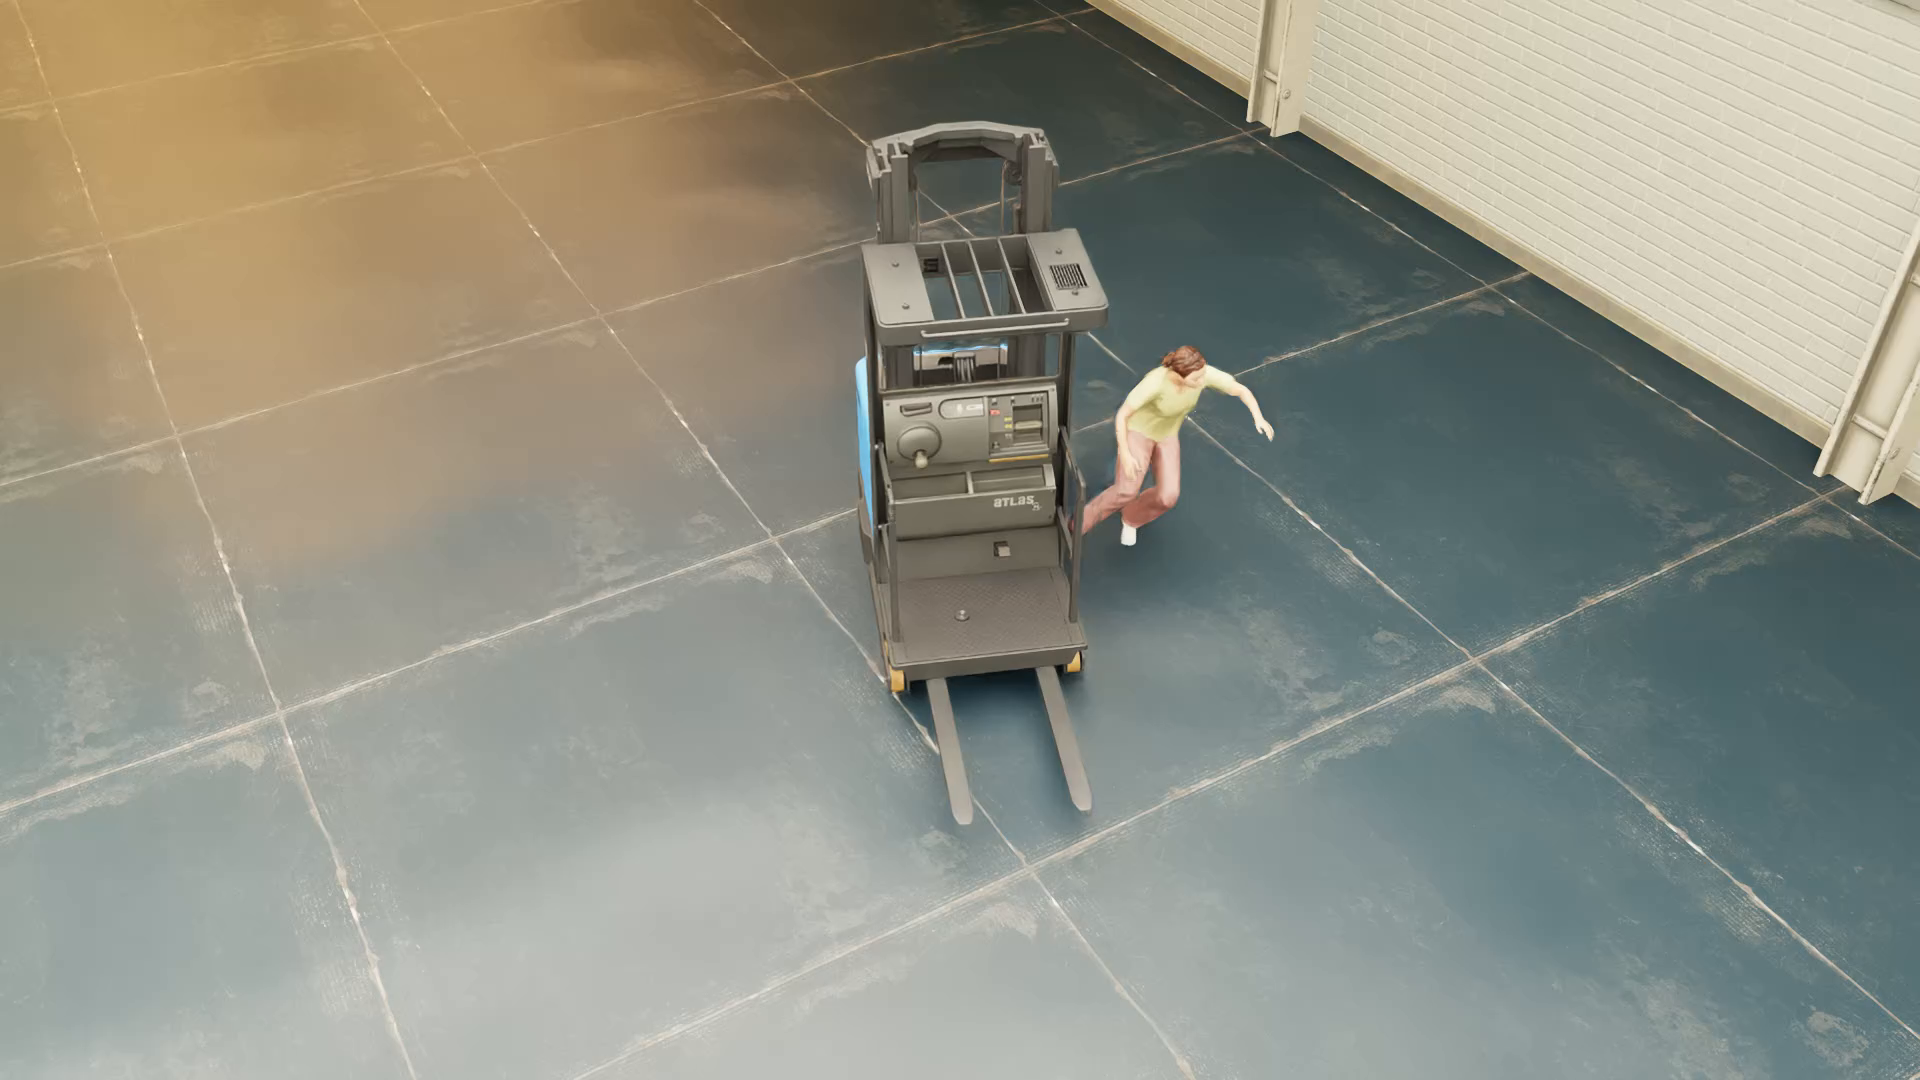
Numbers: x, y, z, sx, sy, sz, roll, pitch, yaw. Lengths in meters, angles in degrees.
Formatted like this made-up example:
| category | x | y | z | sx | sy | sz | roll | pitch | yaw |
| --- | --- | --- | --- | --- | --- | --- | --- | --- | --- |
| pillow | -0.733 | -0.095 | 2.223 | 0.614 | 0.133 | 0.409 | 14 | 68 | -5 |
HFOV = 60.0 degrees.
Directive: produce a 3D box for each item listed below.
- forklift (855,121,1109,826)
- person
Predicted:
| category | x | y | z | sx | sy | sz | roll | pitch | yaw |
| --- | --- | --- | --- | --- | --- | --- | --- | --- | --- |
| forklift | 0.095 | -0.526 | 8.670 | 1.130 | 2.935 | 3.031 | -6 | 40 | -7 |
| person | 1.131 | -0.484 | 9.807 | 1.197 | 1.429 | 0.812 | -15 | 42 | -18 |
